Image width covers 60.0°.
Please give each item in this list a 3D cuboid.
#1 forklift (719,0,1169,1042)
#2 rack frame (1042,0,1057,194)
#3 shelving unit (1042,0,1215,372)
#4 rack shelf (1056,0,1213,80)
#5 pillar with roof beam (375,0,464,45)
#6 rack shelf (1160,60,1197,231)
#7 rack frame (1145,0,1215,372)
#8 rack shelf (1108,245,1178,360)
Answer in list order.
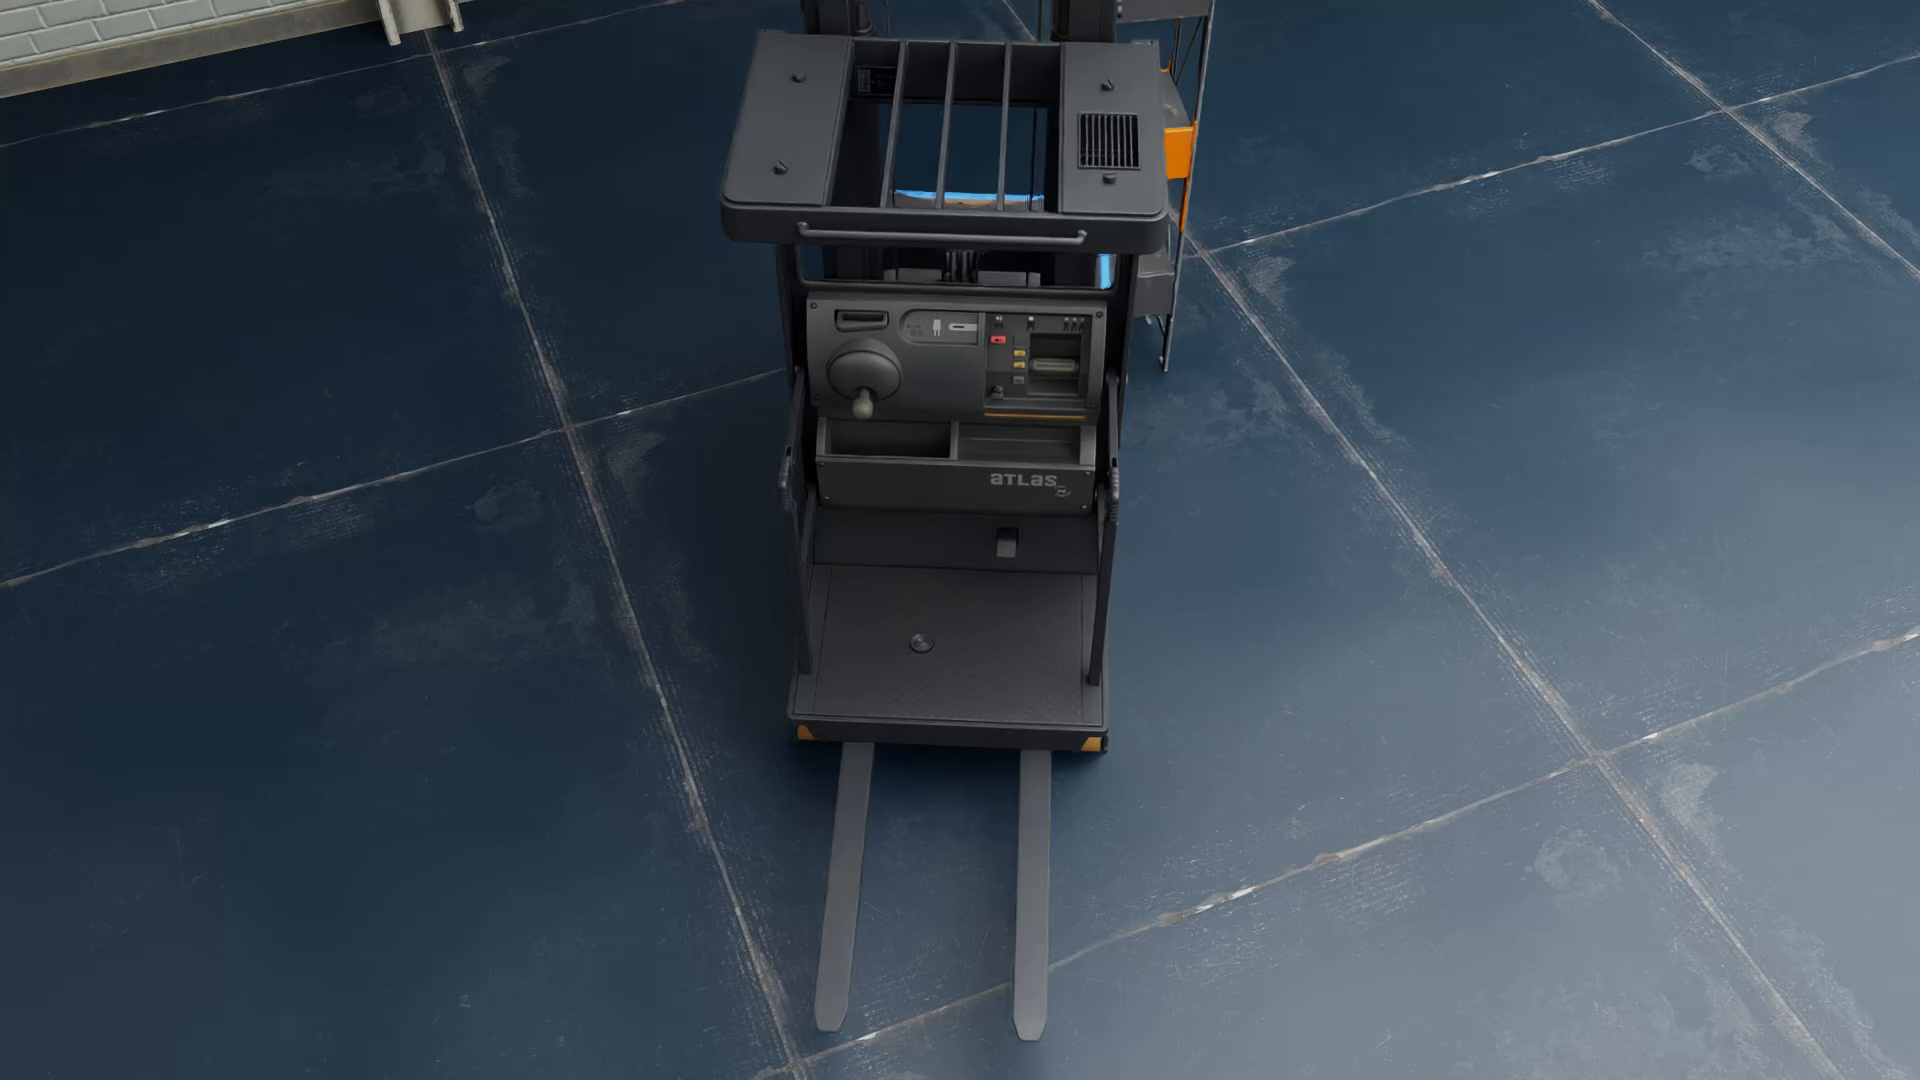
[{"bbox_3d":[-0.021,-0.461,5.055,1.130,2.935,3.031,2,49,2],"label":"forklift"},{"bbox_3d":[0.379,-1.504,6.498,0.015,2.100,0.400,-7,50,-6],"label":"rack frame"},{"bbox_3d":[0.620,-1.533,6.523,0.503,2.100,0.431,-7,50,-6],"label":"shelving unit"},{"bbox_3d":[0.620,-1.980,6.002,0.480,0.518,0.431,-7,50,-6],"label":"rack shelf"},{"bbox_3d":[-1.281,-2.704,2.981,0.400,9.000,9.100,-17,52,-14],"label":"pillar with roof beam"},{"bbox_3d":[0.620,-1.524,6.533,0.480,0.518,0.431,-7,50,-6],"label":"rack shelf"},{"bbox_3d":[0.861,-1.562,6.548,0.015,2.100,0.400,-7,50,-6],"label":"rack frame"},{"bbox_3d":[0.620,-1.068,7.064,0.480,0.518,0.431,-7,50,-6],"label":"rack shelf"}]
